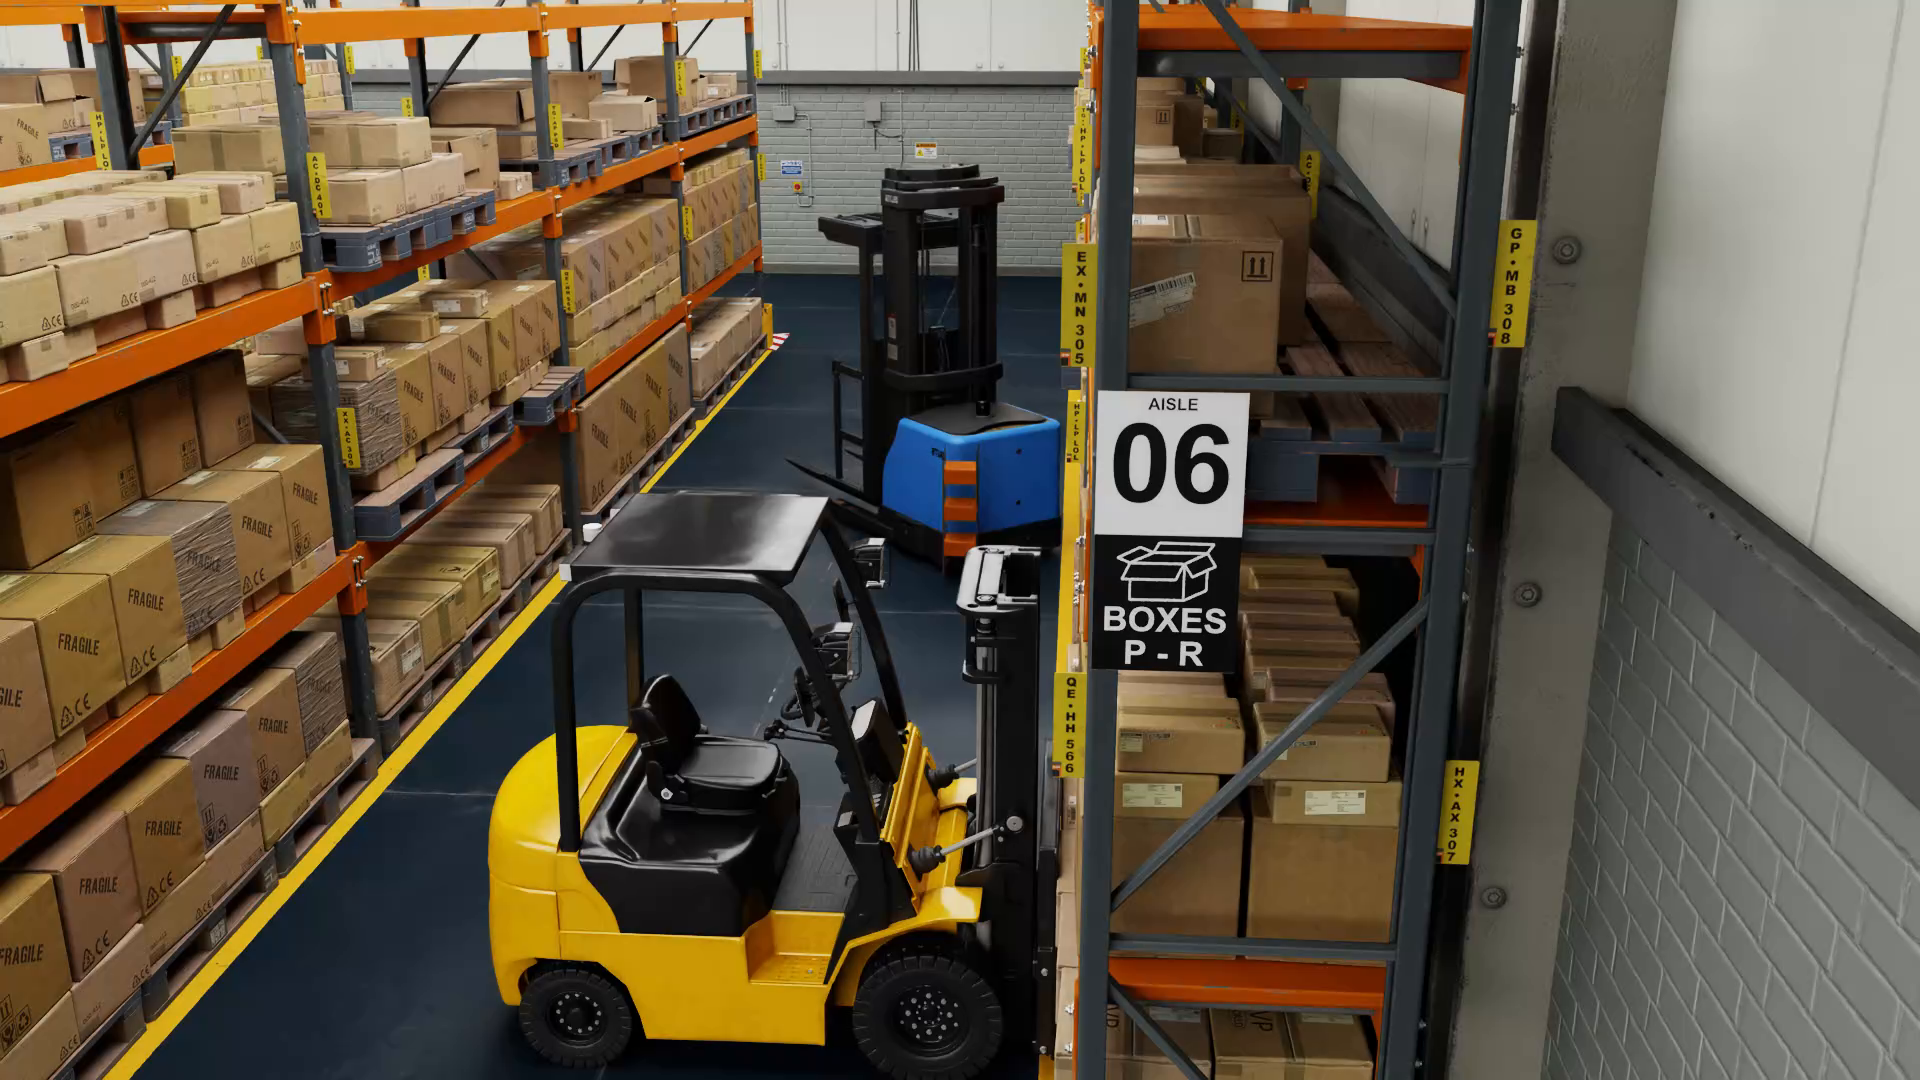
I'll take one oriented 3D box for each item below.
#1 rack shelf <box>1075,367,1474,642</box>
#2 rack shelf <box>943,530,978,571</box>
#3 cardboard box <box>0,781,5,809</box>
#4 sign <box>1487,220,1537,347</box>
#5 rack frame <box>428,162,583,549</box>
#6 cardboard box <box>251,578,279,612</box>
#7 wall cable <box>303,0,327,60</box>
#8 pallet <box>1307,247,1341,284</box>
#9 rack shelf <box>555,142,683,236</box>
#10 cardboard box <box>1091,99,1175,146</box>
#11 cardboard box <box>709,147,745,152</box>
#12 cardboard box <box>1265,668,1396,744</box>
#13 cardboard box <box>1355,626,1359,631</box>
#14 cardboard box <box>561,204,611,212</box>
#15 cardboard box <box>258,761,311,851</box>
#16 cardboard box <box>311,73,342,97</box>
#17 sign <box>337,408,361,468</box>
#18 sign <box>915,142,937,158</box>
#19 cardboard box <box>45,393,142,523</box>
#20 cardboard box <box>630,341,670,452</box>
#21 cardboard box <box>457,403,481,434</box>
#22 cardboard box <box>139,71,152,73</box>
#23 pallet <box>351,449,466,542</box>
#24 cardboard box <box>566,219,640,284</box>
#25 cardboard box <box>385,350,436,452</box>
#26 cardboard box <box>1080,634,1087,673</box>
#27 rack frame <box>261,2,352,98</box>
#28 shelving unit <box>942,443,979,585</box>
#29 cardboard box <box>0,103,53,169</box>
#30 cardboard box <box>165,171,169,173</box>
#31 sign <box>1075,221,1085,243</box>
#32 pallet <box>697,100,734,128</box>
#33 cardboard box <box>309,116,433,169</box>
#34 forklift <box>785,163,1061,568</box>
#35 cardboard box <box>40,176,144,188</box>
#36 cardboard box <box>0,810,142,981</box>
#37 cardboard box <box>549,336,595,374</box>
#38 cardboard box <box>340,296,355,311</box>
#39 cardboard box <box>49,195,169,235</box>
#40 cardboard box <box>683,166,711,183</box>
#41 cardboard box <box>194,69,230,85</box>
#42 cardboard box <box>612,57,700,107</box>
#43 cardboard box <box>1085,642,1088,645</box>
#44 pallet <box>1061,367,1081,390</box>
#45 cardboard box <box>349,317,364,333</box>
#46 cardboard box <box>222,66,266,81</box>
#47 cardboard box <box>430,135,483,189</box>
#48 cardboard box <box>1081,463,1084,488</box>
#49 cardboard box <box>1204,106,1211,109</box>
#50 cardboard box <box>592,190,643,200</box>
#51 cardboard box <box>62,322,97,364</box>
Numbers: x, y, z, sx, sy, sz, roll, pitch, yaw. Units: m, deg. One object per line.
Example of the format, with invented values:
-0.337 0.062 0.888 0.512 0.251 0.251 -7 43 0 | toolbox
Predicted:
1.000 -0.496 6.456 1.077 0.370 4.000 1 18 4 | rack shelf
0.007 0.085 12.384 0.240 0.259 0.215 2 21 5 | rack shelf
-3.760 0.959 6.084 0.380 0.149 0.250 1 18 2 | cardboard box
1.410 -0.655 4.257 0.100 0.325 0.005 1 18 4 | sign
-3.521 -1.385 12.833 1.000 3.000 0.127 1 18 4 | rack frame
-3.635 0.240 8.277 0.380 0.149 0.250 1 18 4 | cardboard box
-8.989 -10.150 24.781 2.277 5.999 0.120 1 18 4 | wall cable
1.108 -1.151 7.444 1.003 0.211 1.213 1 18 4 | pallet
-3.378 -3.090 14.374 1.077 0.370 4.000 1 18 4 | rack shelf
1.062 -2.460 10.300 0.500 0.500 0.500 2 18 5 | cardboard box
-2.774 -4.585 19.790 0.380 0.149 0.250 2 18 5 | cardboard box
1.175 0.531 5.304 0.380 0.149 0.250 2 18 6 | cardboard box
1.302 0.356 6.317 0.380 0.149 0.250 2 18 6 | cardboard box
-3.562 -2.861 15.572 0.500 0.500 0.500 1 18 4 | cardboard box
-3.610 1.319 8.320 0.500 0.250 0.500 1 18 2 | cardboard box
-7.672 -5.392 19.682 0.500 0.250 0.500 1 18 2 | cardboard box
-3.266 -0.544 8.877 0.100 0.325 0.005 1 18 4 | sign
-0.522 -5.987 25.552 0.339 0.242 0.001 1 18 4 | sign
-4.177 -0.362 7.465 0.700 0.500 0.500 1 18 3 | cardboard box
-3.256 -1.342 15.440 0.875 0.875 0.875 2 18 6 | cardboard box
-3.332 -0.792 10.751 0.380 0.149 0.250 2 18 6 | cardboard box
-8.420 -4.673 16.849 0.380 0.149 0.250 2 18 5 | cardboard box
-3.608 -0.286 9.786 1.003 0.211 1.213 1 18 4 | pallet
-3.124 -2.527 14.551 0.500 0.500 0.500 2 18 5 | cardboard box
-3.453 -0.826 9.814 0.500 0.500 0.500 1 18 4 | cardboard box
0.713 0.683 6.361 0.500 0.500 0.500 1 18 3 | cardboard box
-7.892 -6.800 19.723 1.000 3.000 0.127 1 18 4 | rack frame
0.007 -0.184 12.282 0.252 1.050 0.215 2 21 5 | shelving unit
-8.100 -3.419 14.064 0.500 0.500 0.500 1 18 4 | cardboard box
-8.415 -3.523 17.112 0.500 0.500 0.500 1 18 2 | cardboard box
1.175 -2.939 16.185 0.100 0.325 0.005 1 18 4 | sign
-3.075 -4.643 18.099 1.003 0.211 1.213 1 18 4 | pallet
-3.341 -2.262 9.454 0.500 0.250 0.500 1 18 3 | cardboard box
-0.448 -1.584 13.550 1.130 2.935 3.031 -12 22 -32 | forklift
-4.146 -1.656 7.965 0.380 0.149 0.250 2 18 6 | cardboard box
-3.727 1.436 6.760 0.500 0.500 0.500 1 18 2 | cardboard box
-3.235 -1.460 13.303 0.500 0.250 0.500 1 18 3 | cardboard box
-7.677 -2.906 20.424 0.380 0.149 0.250 1 18 5 | cardboard box
-3.672 -1.401 7.186 0.380 0.149 0.250 1 18 3 | cardboard box
-2.848 -3.869 17.604 0.380 0.149 0.250 1 18 2 | cardboard box
-7.838 -4.815 17.282 0.380 0.149 0.250 1 18 2 | cardboard box
-3.170 -4.769 17.341 0.797 0.503 0.637 3 18 8 | cardboard box
0.650 0.278 6.078 0.380 0.149 0.250 2 18 5 | cardboard box
1.408 -1.396 13.176 1.213 0.211 1.003 1 18 4 | pallet
-3.890 -1.157 10.823 0.500 0.500 0.500 1 18 2 | cardboard box
-7.769 -5.061 18.033 0.380 0.149 0.250 1 18 2 | cardboard box
-3.602 -2.385 10.902 0.797 0.503 0.637 1 18 4 | cardboard box
0.923 -0.358 9.135 0.500 0.250 0.500 1 18 3 | cardboard box
1.767 -3.308 13.006 0.380 0.149 0.250 2 18 6 | cardboard box
-3.476 -3.303 16.919 0.500 0.500 0.500 1 18 3 | cardboard box
-3.680 -0.787 6.592 0.380 0.149 0.250 1 18 2 | cardboard box
